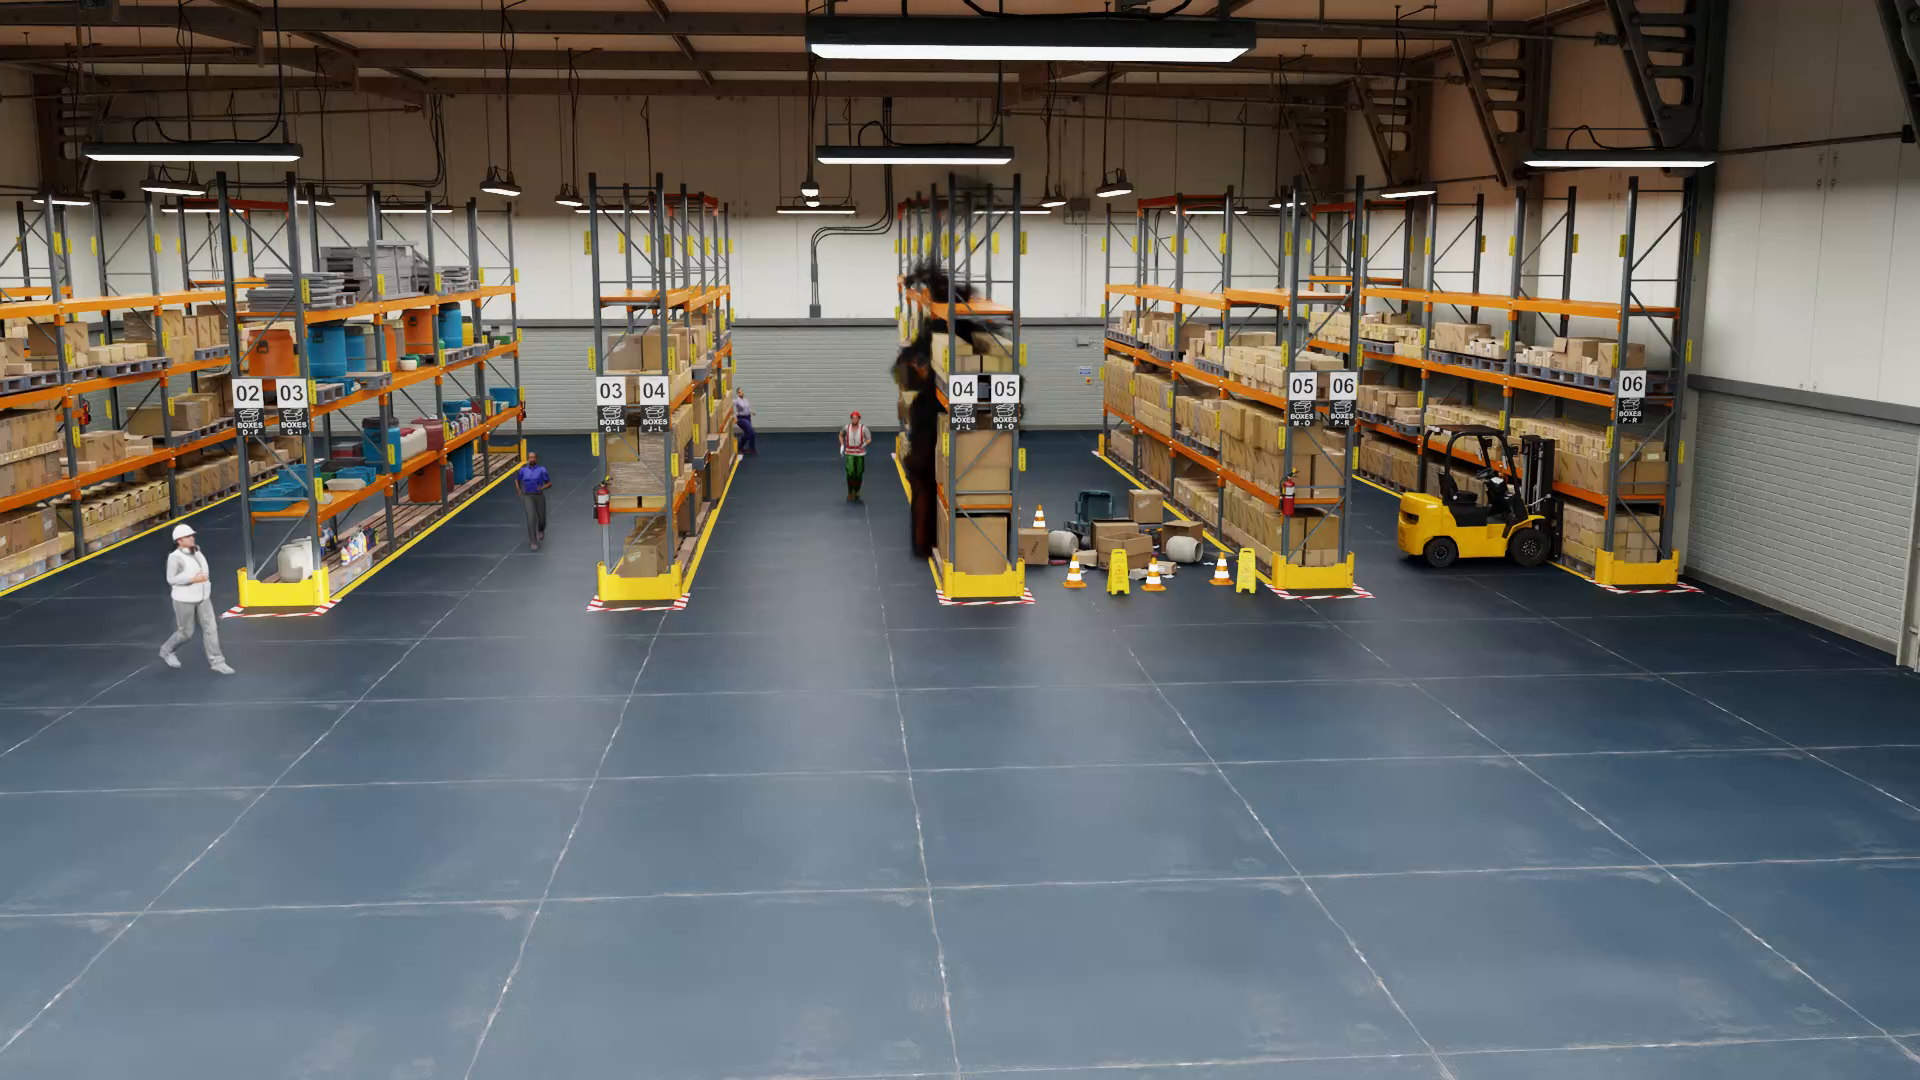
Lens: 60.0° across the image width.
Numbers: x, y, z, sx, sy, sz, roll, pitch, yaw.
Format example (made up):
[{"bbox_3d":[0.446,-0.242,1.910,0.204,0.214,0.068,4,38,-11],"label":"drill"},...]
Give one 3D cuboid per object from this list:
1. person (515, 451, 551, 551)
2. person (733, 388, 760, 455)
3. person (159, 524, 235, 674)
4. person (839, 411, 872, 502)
[{"bbox_3d":[-7.128,-0.672,27.808,0.588,1.623,0.793,-3,10,-15],"label":"person"},{"bbox_3d":[-5.211,-2.863,40.400,0.680,1.656,0.647,4,11,21],"label":"person"},{"bbox_3d":[-9.026,0.695,19.526,0.950,1.776,0.657,3,11,18],"label":"person"},{"bbox_3d":[-2.066,-1.654,33.004,0.642,1.816,0.738,-1,10,-5],"label":"person"}]
